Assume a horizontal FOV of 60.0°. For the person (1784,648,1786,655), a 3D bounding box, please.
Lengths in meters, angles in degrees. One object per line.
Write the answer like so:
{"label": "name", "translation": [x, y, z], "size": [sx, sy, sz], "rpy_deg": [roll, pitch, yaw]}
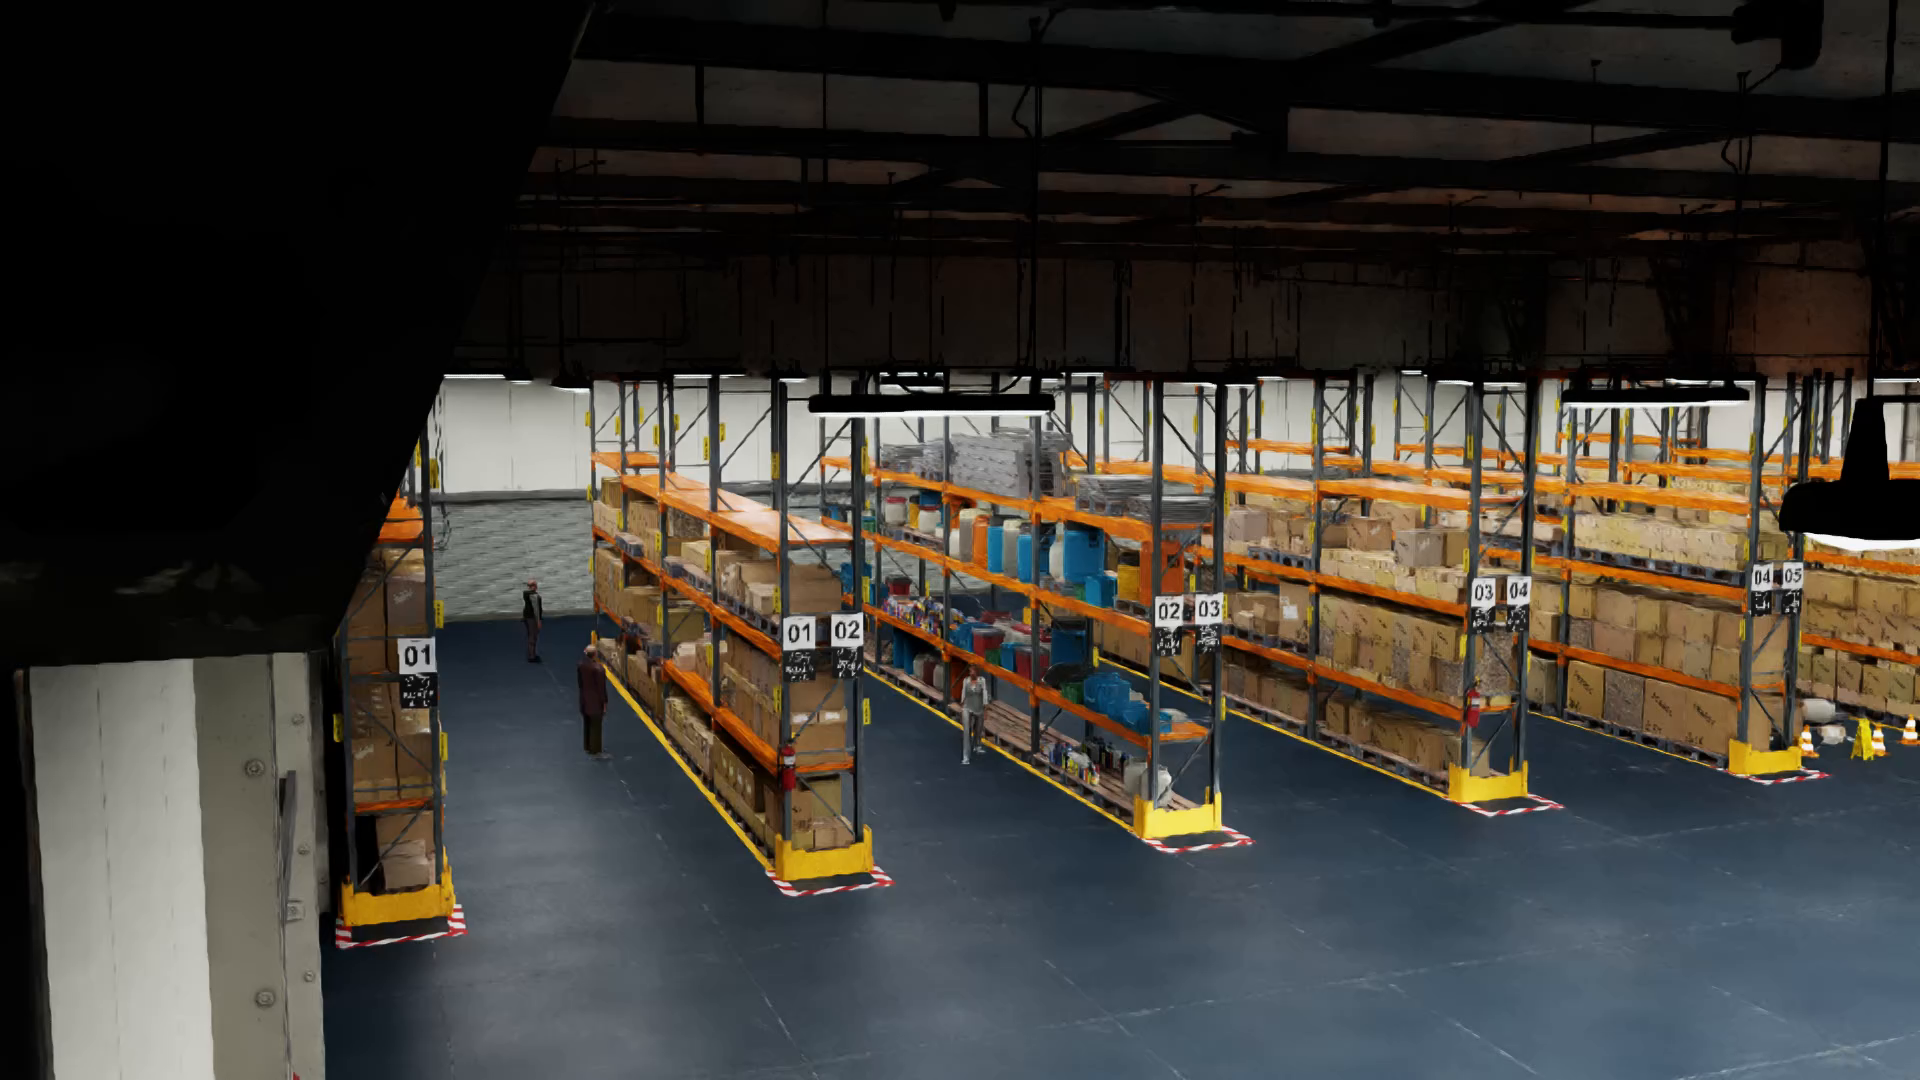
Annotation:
{"label": "person", "translation": [17.099, 1.532, 35.054], "size": [0.591, 1.760, 0.685], "rpy_deg": [1, 6, 5]}

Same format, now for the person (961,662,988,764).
{"label": "person", "translation": [0.228, 2.661, 25.959], "size": [0.422, 1.560, 0.845], "rpy_deg": [0, 6, 0]}

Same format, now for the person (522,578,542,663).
{"label": "person", "translation": [-8.796, 1.634, 34.287], "size": [0.392, 1.722, 0.627], "rpy_deg": [-4, 8, -34]}

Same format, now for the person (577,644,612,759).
{"label": "person", "translation": [-5.727, 2.514, 26.158], "size": [0.640, 1.788, 0.494], "rpy_deg": [5, 8, 39]}
